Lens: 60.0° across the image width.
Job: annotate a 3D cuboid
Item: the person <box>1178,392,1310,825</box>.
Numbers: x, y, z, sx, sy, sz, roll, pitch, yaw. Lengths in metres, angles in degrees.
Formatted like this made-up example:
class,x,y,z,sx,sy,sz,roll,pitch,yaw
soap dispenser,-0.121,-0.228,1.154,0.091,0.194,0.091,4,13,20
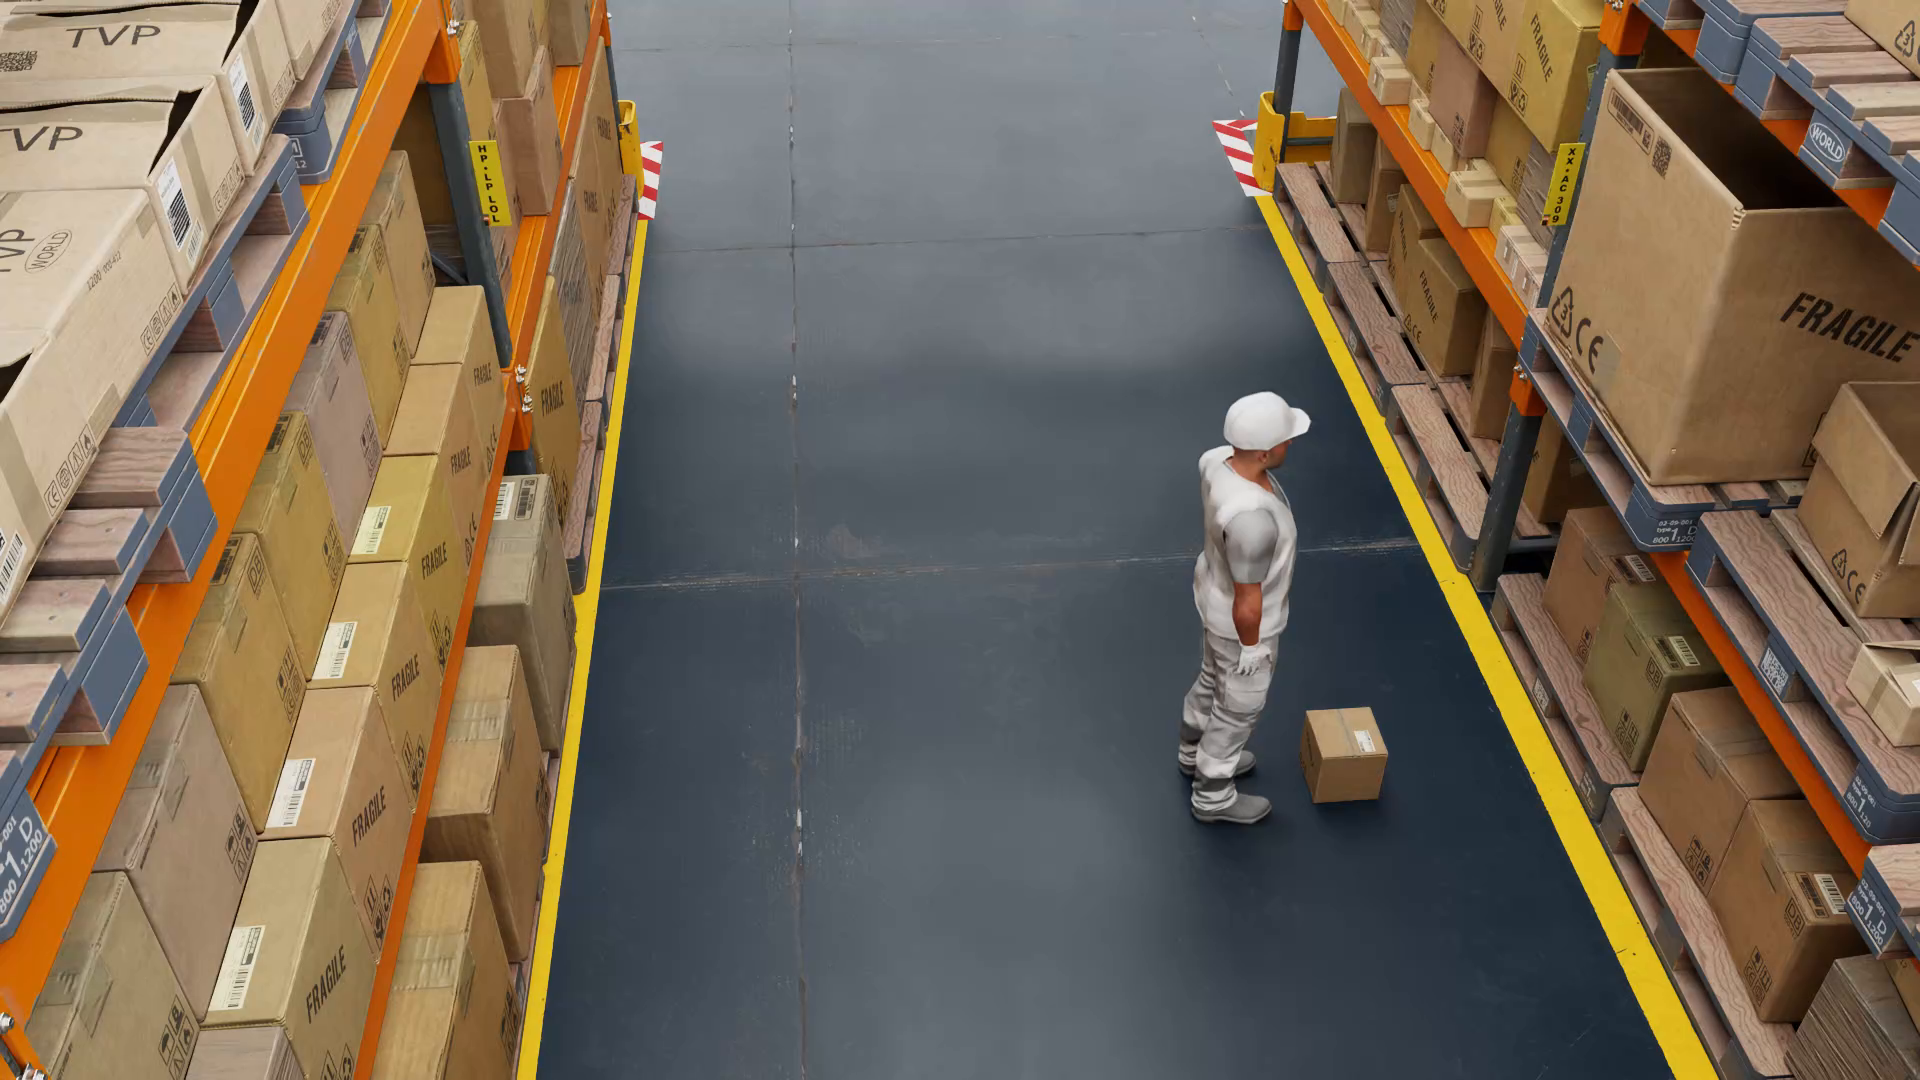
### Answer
class,x,y,z,sx,sy,sz,roll,pitch,yaw
person,0.987,0.243,5.831,0.355,1.789,0.523,-2,39,-3
